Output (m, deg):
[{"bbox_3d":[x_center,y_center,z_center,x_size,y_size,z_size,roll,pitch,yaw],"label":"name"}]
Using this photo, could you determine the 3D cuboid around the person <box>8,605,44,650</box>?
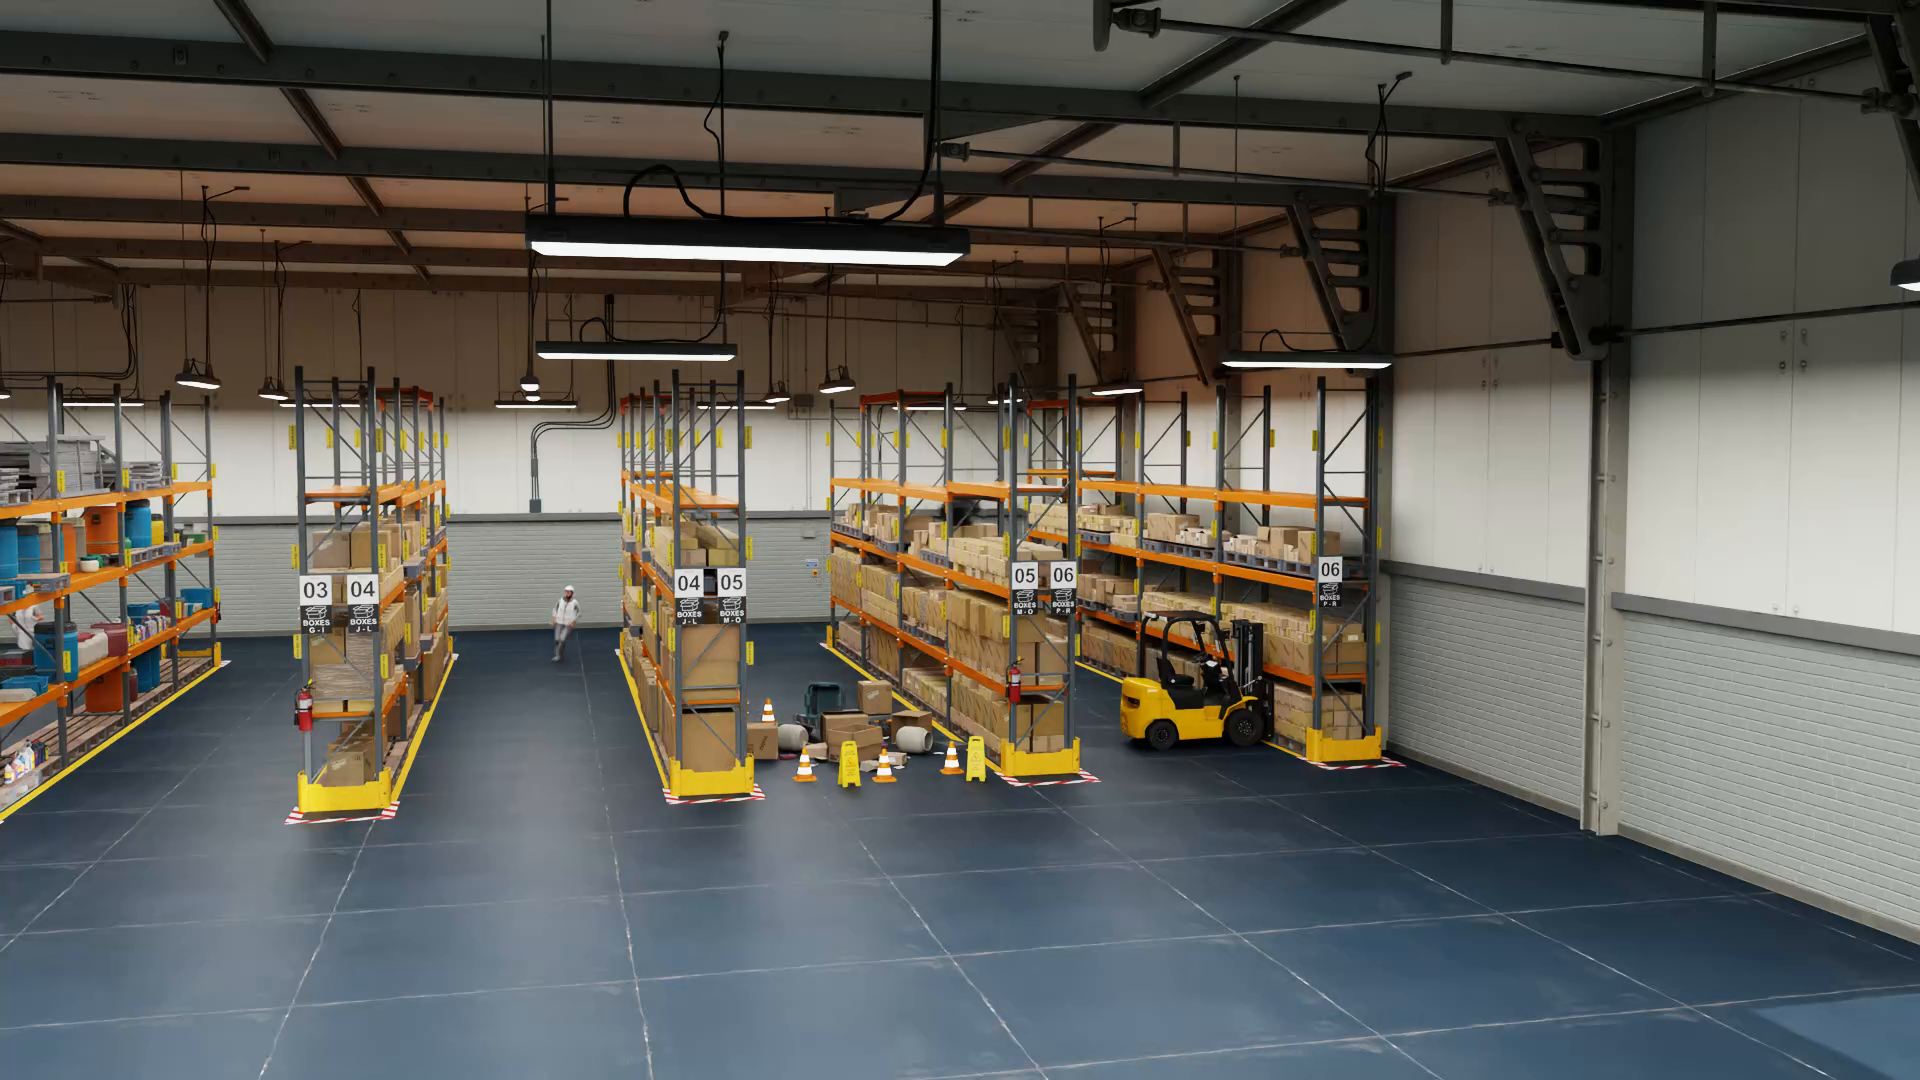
[{"bbox_3d":[-19.812,2.004,35.291,0.656,1.831,0.830,-2,4,-32],"label":"person"}]

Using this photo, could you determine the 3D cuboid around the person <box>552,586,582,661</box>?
[{"bbox_3d":[-8.961,1.895,37.877,0.683,1.698,0.536,0,3,0],"label":"person"}]
